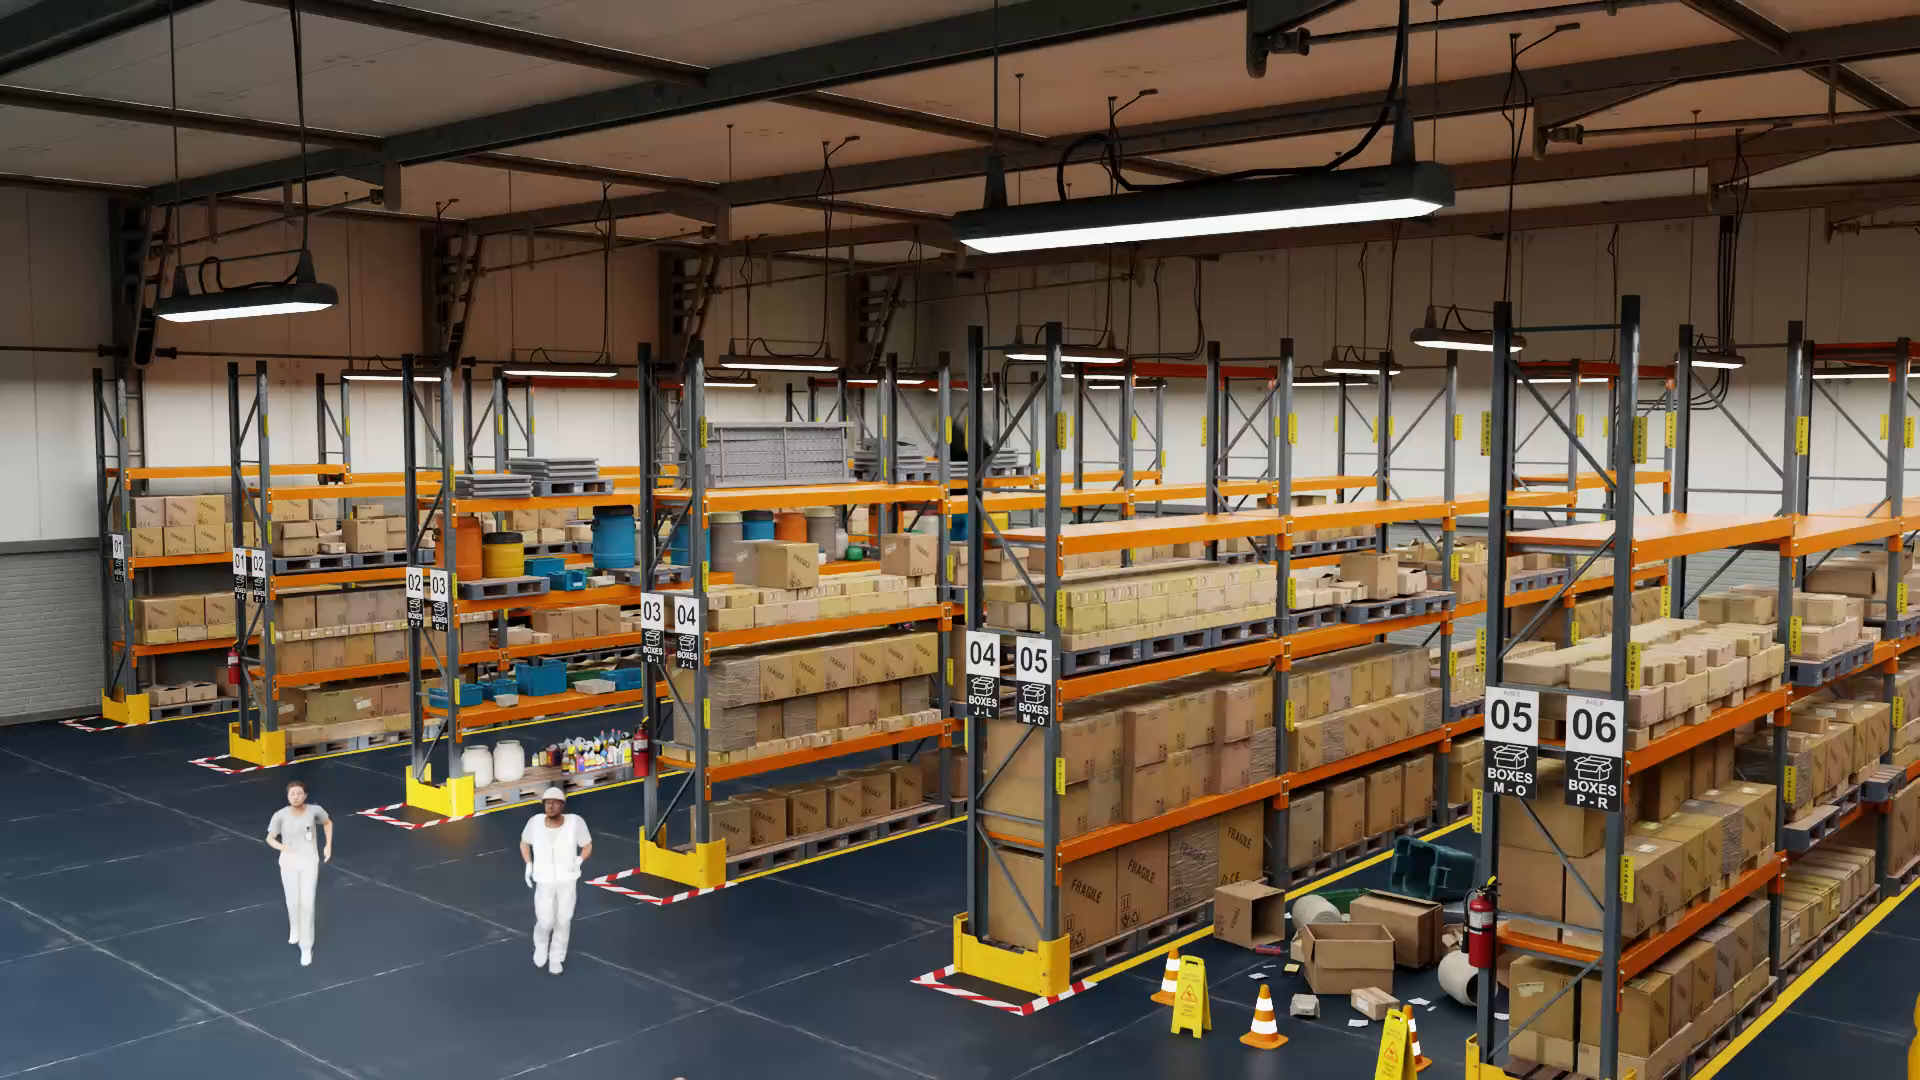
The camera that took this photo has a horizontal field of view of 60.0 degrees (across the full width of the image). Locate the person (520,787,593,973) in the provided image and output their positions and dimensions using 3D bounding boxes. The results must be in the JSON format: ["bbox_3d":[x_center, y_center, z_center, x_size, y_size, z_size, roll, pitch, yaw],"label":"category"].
[{"bbox_3d":[-3.732,3.157,15.376,0.662,1.745,0.597,-1,4,-12],"label":"person"}]

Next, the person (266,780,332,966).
[{"bbox_3d":[-6.355,3.150,16.020,0.581,1.712,0.832,-1,4,-18],"label":"person"}]
